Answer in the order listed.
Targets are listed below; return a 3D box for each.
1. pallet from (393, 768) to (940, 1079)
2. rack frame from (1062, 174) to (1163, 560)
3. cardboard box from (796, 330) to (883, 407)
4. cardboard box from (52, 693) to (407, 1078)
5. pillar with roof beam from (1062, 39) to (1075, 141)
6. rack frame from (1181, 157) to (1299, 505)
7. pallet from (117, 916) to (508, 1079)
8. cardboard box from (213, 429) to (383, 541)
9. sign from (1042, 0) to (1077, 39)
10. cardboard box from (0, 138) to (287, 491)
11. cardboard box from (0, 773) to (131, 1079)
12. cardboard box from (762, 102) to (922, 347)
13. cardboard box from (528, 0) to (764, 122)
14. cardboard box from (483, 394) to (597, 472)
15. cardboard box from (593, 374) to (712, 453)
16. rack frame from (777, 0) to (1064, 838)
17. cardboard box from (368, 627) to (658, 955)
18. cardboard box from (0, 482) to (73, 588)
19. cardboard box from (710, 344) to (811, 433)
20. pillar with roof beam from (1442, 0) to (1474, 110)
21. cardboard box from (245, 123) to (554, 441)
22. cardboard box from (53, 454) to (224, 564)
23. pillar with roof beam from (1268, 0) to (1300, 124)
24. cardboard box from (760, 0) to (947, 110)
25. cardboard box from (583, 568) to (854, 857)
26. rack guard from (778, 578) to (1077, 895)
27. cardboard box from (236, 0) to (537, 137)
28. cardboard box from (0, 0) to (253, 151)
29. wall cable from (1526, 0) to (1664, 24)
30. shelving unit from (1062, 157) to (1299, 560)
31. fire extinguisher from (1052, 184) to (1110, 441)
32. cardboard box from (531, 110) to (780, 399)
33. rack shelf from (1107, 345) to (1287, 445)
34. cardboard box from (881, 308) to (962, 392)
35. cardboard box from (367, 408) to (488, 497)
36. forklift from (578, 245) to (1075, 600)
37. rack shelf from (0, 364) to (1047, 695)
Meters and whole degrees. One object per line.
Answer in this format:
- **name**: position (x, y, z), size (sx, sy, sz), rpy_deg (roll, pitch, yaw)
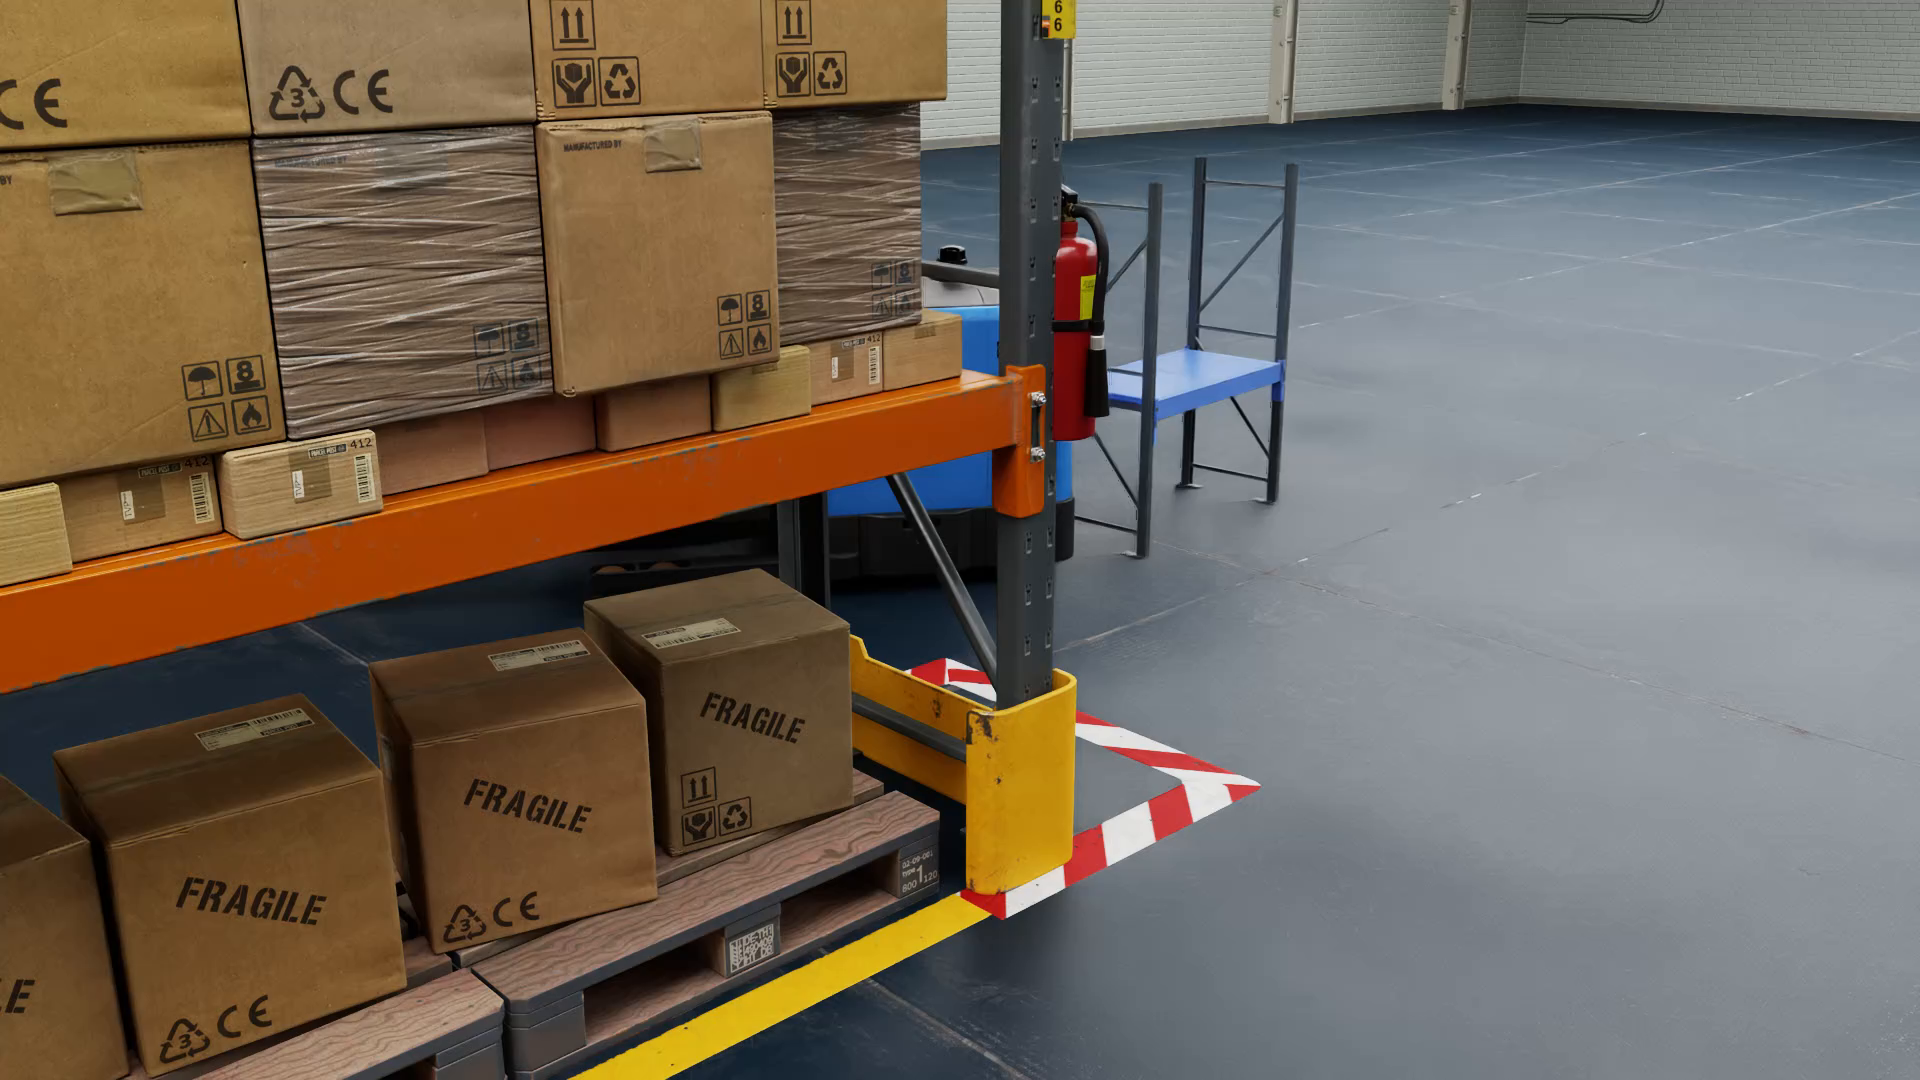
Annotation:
- **pallet**: position (-0.816, 0.804, 4.162), size (1.213, 0.211, 1.003), rpy_deg (-16, 24, -41)
- **rack frame**: position (0.570, -0.687, 6.671), size (0.500, 1.500, 0.032), rpy_deg (15, 23, 38)
- **cardboard box**: position (-0.394, -0.423, 3.835), size (0.250, 0.149, 0.380), rpy_deg (-16, 24, -41)
- **cardboard box**: position (-1.490, 0.678, 3.402), size (0.500, 0.500, 0.500), rpy_deg (-14, 22, -36)
- **pillar with roof beam**: position (4.544, -9.792, 22.597), size (0.400, 9.000, 9.100), rpy_deg (-16, 24, -41)
- **rack frame**: position (1.233, -0.924, 7.404), size (0.500, 1.500, 0.032), rpy_deg (15, 23, 38)
- **pallet**: position (-1.702, 1.062, 3.368), size (1.213, 0.211, 1.003), rpy_deg (-16, 24, -41)
- **cardboard box**: position (-1.229, -0.135, 2.945), size (0.250, 0.149, 0.380), rpy_deg (-16, 24, -41)
- **sign**: position (0.221, -1.275, 3.664), size (0.005, 0.325, 0.100), rpy_deg (-16, 24, -41)
- **cardboard box**: position (-1.610, -0.449, 2.861), size (0.500, 0.500, 0.875), rpy_deg (-16, 24, -41)
- **cardboard box**: position (-1.926, 0.786, 3.068), size (0.500, 0.500, 0.500), rpy_deg (15, 23, 39)
- **cardboard box**: position (-0.565, -0.781, 3.886), size (0.500, 0.500, 0.875), rpy_deg (-16, 24, -41)
- **cardboard box**: position (-0.735, -1.088, 3.211), size (0.500, 0.500, 0.500), rpy_deg (-16, 24, -41)
- **cardboard box**: position (-0.942, -0.266, 3.348), size (0.250, 0.149, 0.380), rpy_deg (-16, 24, -41)
- **cardboard box**: position (-0.732, -0.309, 3.483), size (0.250, 0.149, 0.380), rpy_deg (-16, 24, -41)
- **rack frame**: position (-0.146, -0.702, 4.288), size (0.127, 3.000, 1.000), rpy_deg (-16, 24, -41)
- **cardboard box**: position (-1.022, 0.550, 3.798), size (0.500, 0.500, 0.500), rpy_deg (-9, 20, -27)
- **cardboard box**: position (-1.609, -0.034, 2.634), size (0.250, 0.149, 0.380), rpy_deg (-16, 24, -41)
- **cardboard box**: position (-0.540, -0.359, 3.636), size (0.250, 0.149, 0.380), rpy_deg (-16, 24, -41)
- **pillar with roof beam**: position (13.263, -12.335, 30.440), size (0.400, 9.000, 9.100), rpy_deg (-16, 24, -41)
- **cardboard box**: position (-1.239, -0.552, 3.179), size (0.500, 0.500, 0.875), rpy_deg (-16, 24, -41)
- **cardboard box**: position (-1.459, -0.098, 2.829), size (0.250, 0.149, 0.380), rpy_deg (-16, 24, -41)
- **pillar with roof beam**: position (8.903, -11.064, 26.518), size (0.400, 9.000, 9.100), rpy_deg (-16, 24, -41)
- **cardboard box**: position (-0.376, -1.195, 3.542), size (0.500, 0.500, 0.500), rpy_deg (-16, 24, -41)
- **cardboard box**: position (-0.611, 0.415, 4.212), size (0.500, 0.500, 0.500), rpy_deg (-11, 21, -31)
- **rack guard**: position (-0.201, 0.503, 4.624), size (0.348, 0.500, 1.175), rpy_deg (-16, 24, -41)
- **cardboard box**: position (-1.100, -0.983, 2.886), size (0.500, 0.500, 0.500), rpy_deg (-16, 24, -41)
- **cardboard box**: position (-1.469, -0.878, 2.565), size (0.500, 0.500, 0.500), rpy_deg (-16, 24, -41)
- **wall cable**: position (13.355, -12.151, 34.905), size (0.112, 2.526, 3.097), rpy_deg (-16, 24, -41)
- **shelving unit**: position (0.902, -0.805, 7.037), size (0.538, 1.500, 1.048), rpy_deg (15, 23, 38)
- **fire extinguisher**: position (0.254, -0.587, 4.056), size (0.183, 0.674, 0.296), rpy_deg (-16, 24, -41)
- **cardboard box**: position (-0.846, -0.648, 3.476), size (0.500, 0.500, 0.875), rpy_deg (-16, 24, -41)
- **rack shelf**: position (0.902, -0.634, 7.093), size (0.538, 0.185, 1.000), rpy_deg (15, 23, 38)
- **cardboard box**: position (-0.211, -0.476, 3.998), size (0.250, 0.149, 0.380), rpy_deg (-16, 24, -41)
- **cardboard box**: position (-1.108, -0.208, 3.169), size (0.250, 0.149, 0.380), rpy_deg (-16, 24, -41)
- **forklift**: position (-1.121, -1.307, 6.264), size (3.031, 2.935, 1.130), rpy_deg (-4, 18, -11)
- **rack shelf**: position (-1.599, 0.064, 3.092), size (4.000, 0.370, 1.077), rpy_deg (-16, 24, -41)
